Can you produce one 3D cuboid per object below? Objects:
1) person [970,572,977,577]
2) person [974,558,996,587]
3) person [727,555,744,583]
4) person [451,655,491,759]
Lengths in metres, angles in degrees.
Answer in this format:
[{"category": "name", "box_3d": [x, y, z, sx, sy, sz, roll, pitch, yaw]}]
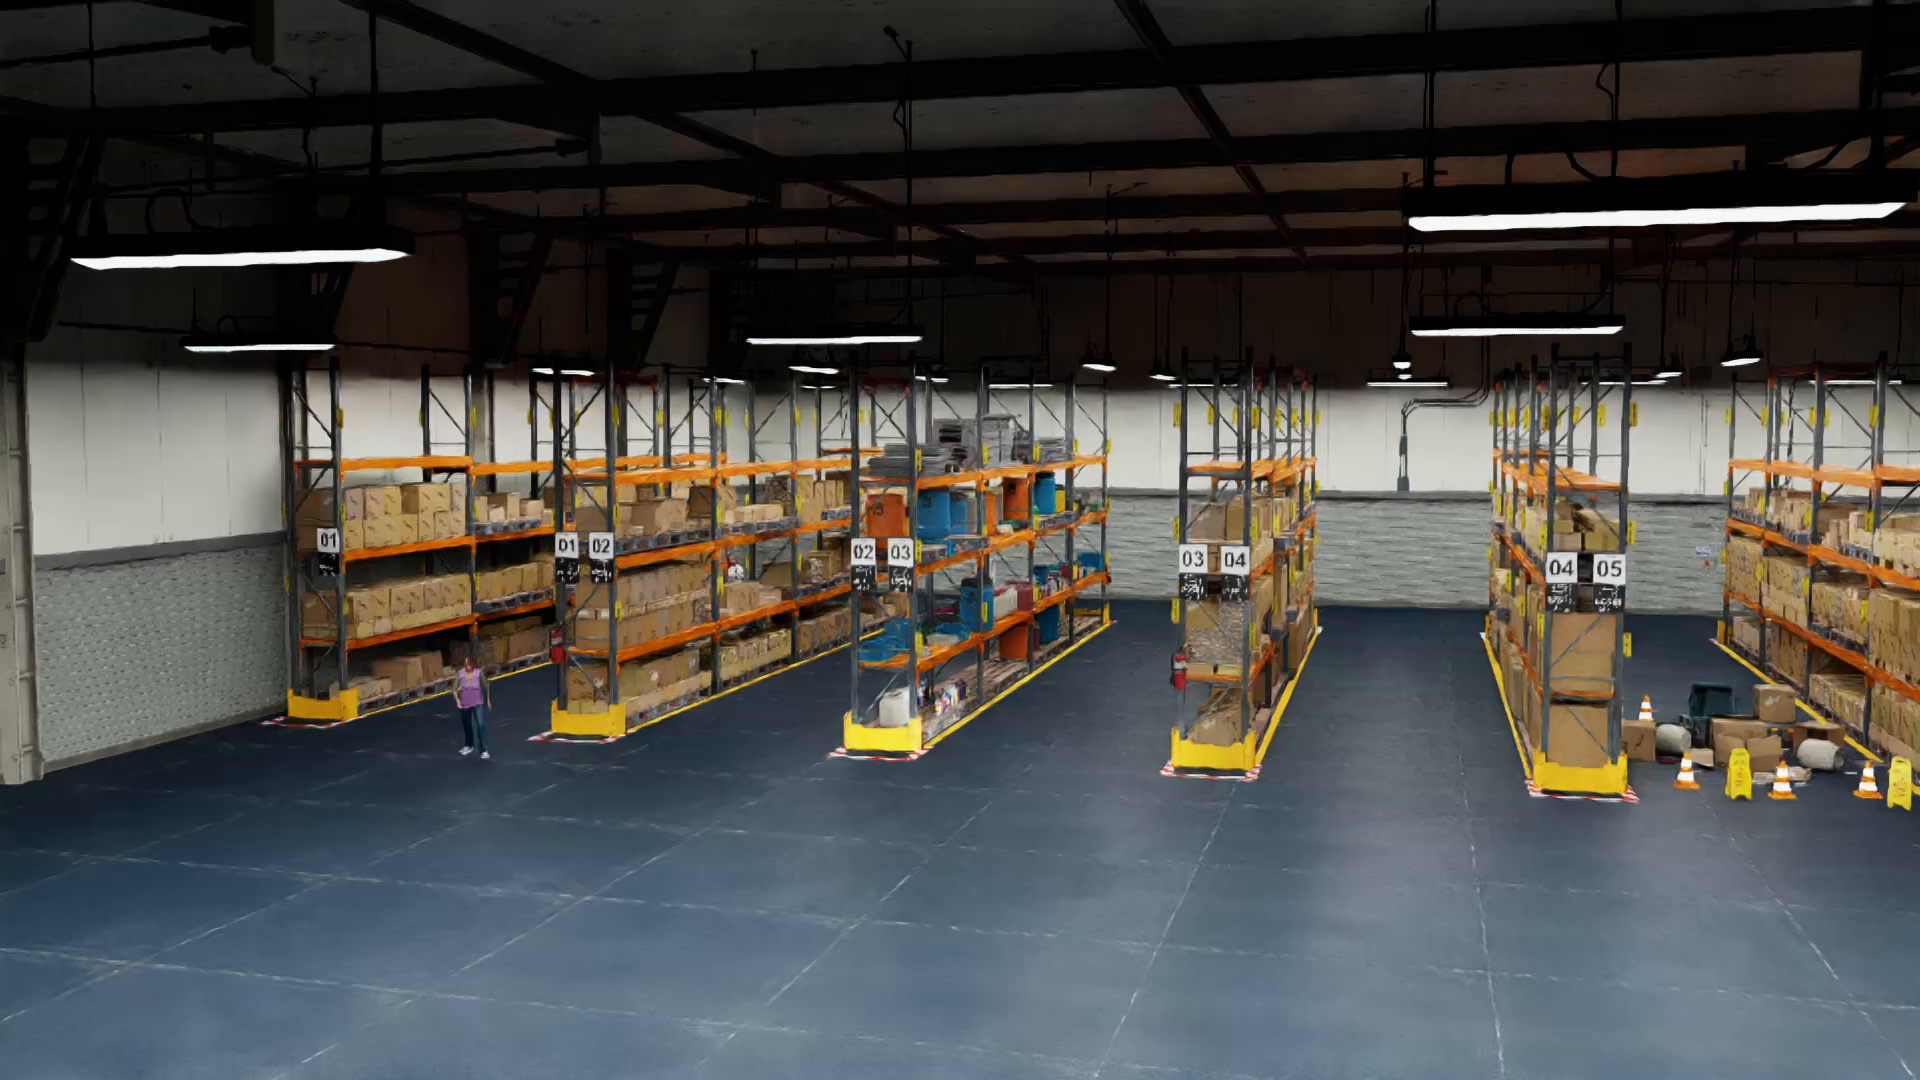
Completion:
[{"category": "person", "box_3d": [0.313, 1.514, 36.191, 0.682, 1.676, 0.529, 1, 4, 14]}, {"category": "person", "box_3d": [0.607, 1.044, 42.110, 0.588, 1.700, 1.193, 1, 4, 13]}, {"category": "person", "box_3d": [-5.515, 1.175, 40.990, 0.463, 1.625, 0.989, 1, 4, 14]}, {"category": "person", "box_3d": [-7.169, 2.431, 24.485, 0.573, 1.532, 0.762, 0, 4, -4]}]
